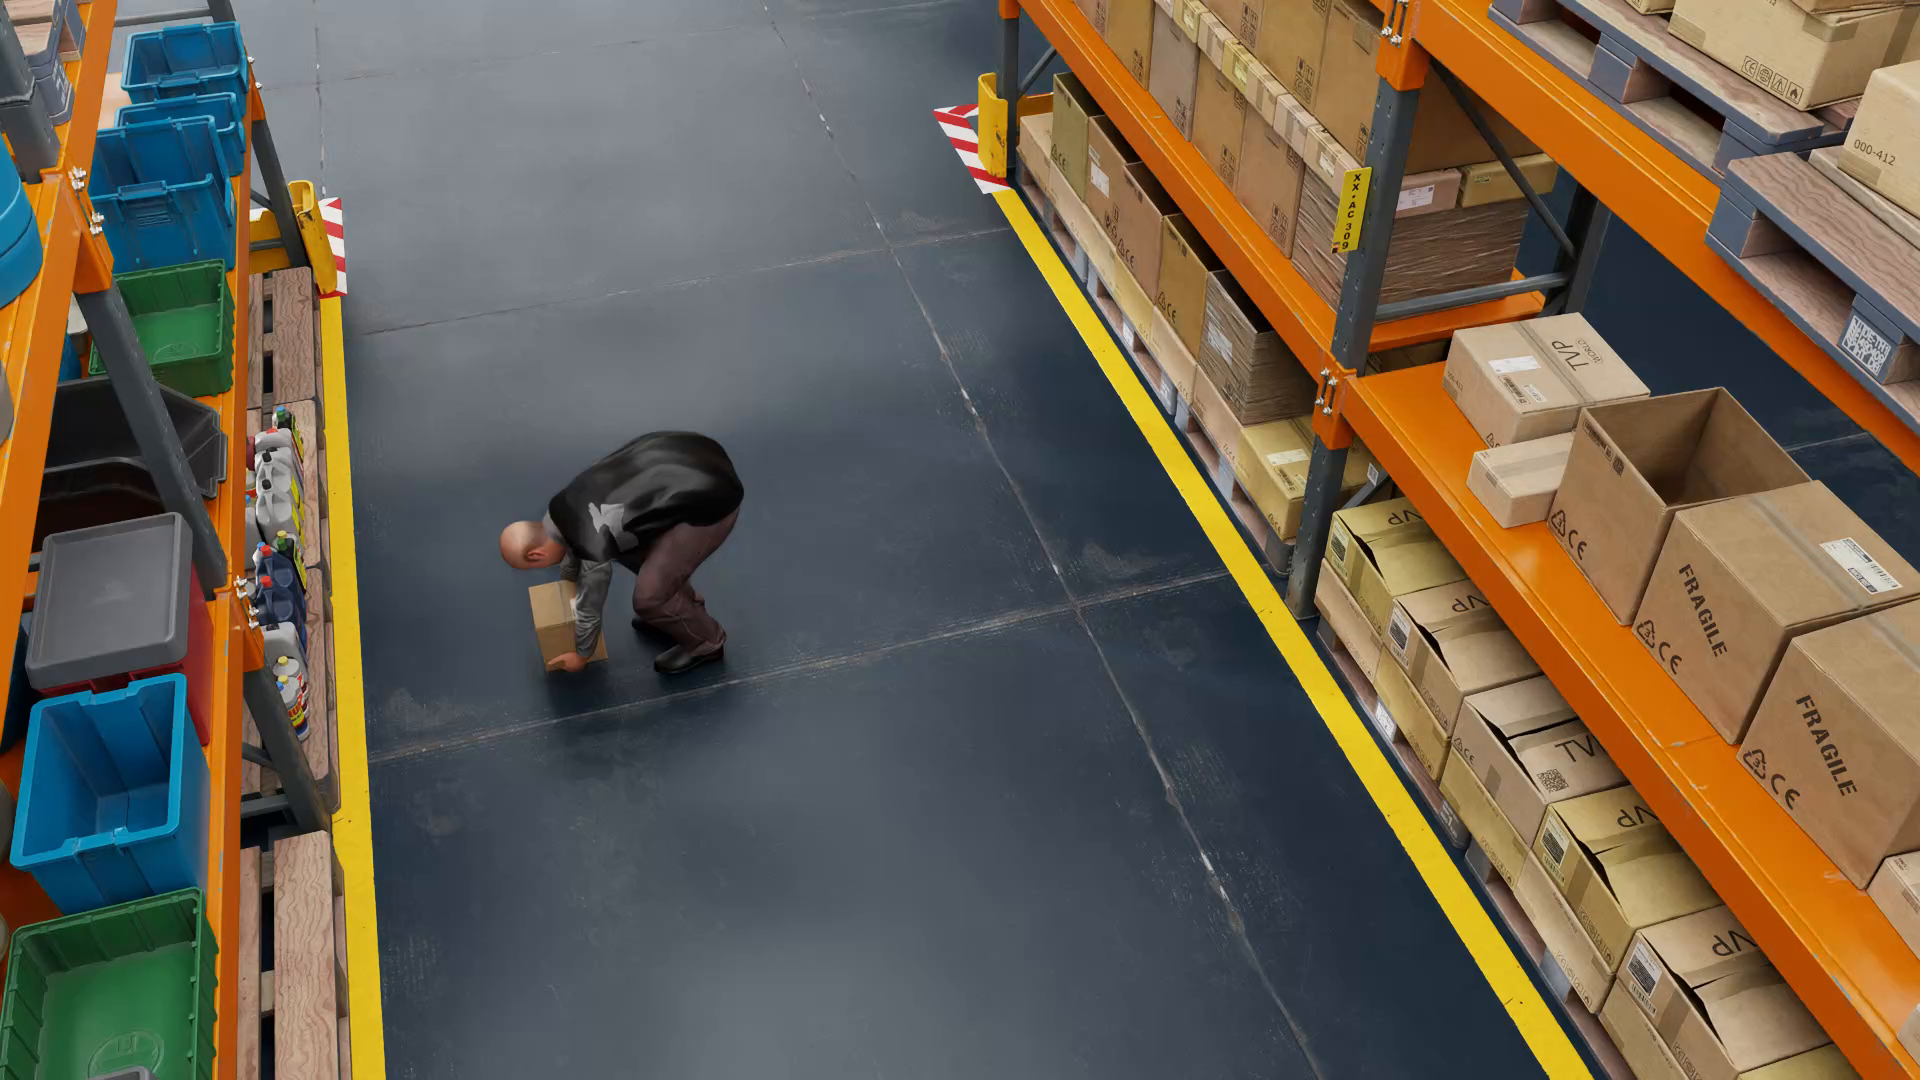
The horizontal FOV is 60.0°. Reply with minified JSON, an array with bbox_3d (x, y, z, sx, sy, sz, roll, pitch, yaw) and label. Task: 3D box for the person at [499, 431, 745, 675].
[{"bbox_3d":[-1.315,0.082,6.616,0.948,1.014,0.496,-14,44,-15],"label":"person"}]
